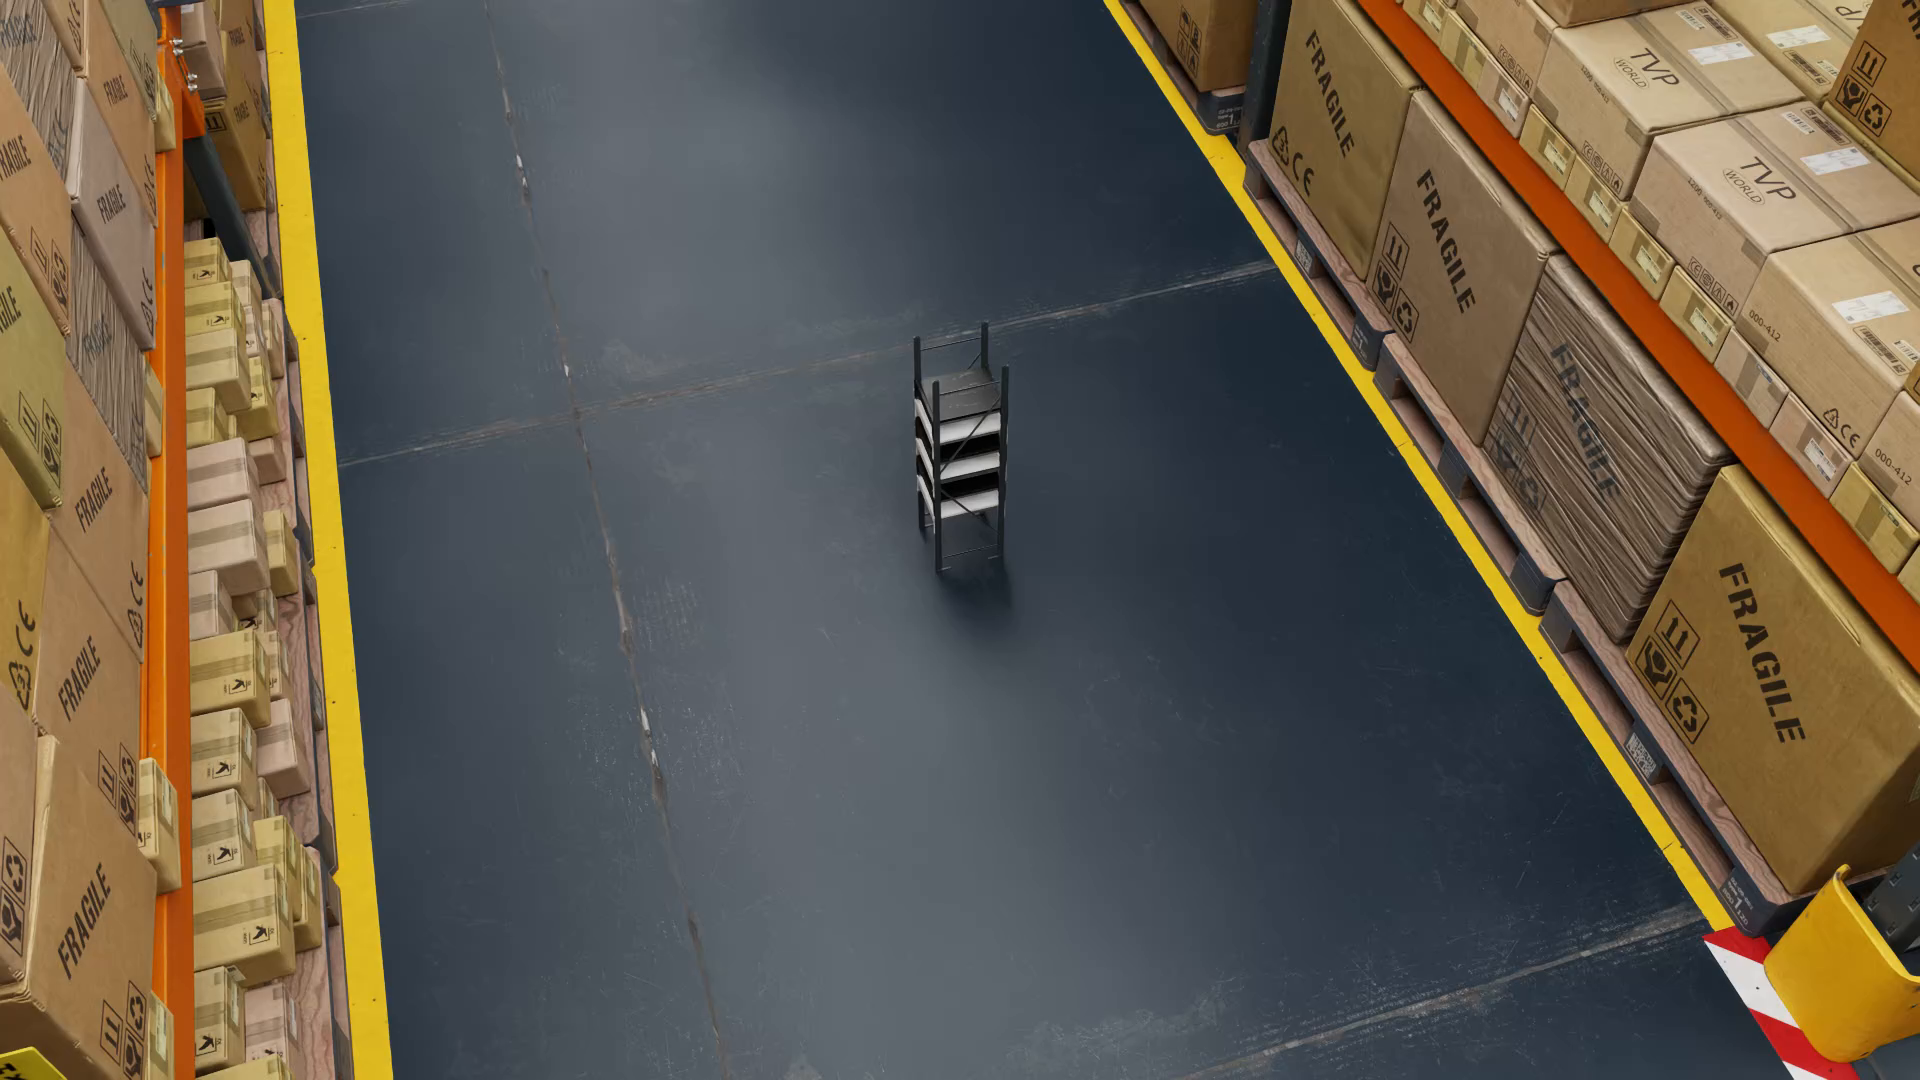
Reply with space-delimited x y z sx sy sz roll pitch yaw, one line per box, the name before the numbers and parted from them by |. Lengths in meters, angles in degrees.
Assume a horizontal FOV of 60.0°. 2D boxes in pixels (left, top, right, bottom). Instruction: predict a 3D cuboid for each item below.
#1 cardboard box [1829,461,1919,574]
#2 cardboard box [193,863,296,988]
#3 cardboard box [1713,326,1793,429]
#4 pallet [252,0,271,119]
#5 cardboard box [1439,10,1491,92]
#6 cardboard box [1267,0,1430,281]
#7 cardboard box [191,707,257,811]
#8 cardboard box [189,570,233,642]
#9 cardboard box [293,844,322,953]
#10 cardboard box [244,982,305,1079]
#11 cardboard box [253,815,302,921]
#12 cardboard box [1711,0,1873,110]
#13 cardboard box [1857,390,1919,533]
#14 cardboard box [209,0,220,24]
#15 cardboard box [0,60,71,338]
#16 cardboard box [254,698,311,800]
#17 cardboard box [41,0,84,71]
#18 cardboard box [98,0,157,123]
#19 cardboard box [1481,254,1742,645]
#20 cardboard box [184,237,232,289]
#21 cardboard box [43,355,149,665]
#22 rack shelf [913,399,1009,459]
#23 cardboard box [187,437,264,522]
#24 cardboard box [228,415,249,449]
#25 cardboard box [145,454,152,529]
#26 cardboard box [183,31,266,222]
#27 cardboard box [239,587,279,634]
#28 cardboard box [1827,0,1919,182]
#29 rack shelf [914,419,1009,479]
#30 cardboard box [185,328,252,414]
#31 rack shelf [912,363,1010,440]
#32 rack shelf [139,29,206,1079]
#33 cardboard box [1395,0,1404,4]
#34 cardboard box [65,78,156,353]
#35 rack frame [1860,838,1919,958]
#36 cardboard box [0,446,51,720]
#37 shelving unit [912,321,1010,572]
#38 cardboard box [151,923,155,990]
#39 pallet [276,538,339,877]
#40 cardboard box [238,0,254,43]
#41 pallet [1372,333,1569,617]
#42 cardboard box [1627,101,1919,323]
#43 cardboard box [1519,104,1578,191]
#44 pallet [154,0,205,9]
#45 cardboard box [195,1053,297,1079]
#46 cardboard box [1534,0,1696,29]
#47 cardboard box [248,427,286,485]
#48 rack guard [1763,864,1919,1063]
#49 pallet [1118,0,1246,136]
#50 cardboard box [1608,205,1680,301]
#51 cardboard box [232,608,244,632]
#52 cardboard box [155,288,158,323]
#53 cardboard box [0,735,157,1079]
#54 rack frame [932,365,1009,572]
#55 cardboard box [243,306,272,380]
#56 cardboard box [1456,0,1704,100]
cardboard box | 2.369 -0.093 4.031 0.380 0.149 0.250 -13 51 -11
cardboard box | -1.880 0.994 4.151 0.380 0.149 0.250 -13 51 -11
cardboard box | 2.223 -0.460 4.340 0.380 0.149 0.250 -13 51 -10
pallet | -3.680 -2.235 7.496 1.003 0.211 1.213 -13 51 -11
cardboard box | 1.766 -1.586 5.289 0.380 0.149 0.250 -14 51 -11
cardboard box | 1.803 -1.671 6.312 0.875 0.875 0.875 -13 51 -11
cardboard box | -2.105 0.627 4.461 0.380 0.149 0.250 -12 51 -10
cardboard box | -2.305 0.262 4.768 0.380 0.149 0.250 -13 51 -11
cardboard box | -1.956 1.013 4.524 0.380 0.149 0.250 -13 51 -11
cardboard box | -1.837 1.283 4.102 0.380 0.149 0.250 -14 51 -11
cardboard box | -1.967 0.912 4.415 0.380 0.149 0.250 -12 51 -10
cardboard box | 2.519 -1.384 4.858 0.500 0.250 0.500 -14 51 -12
cardboard box | 2.470 -0.141 3.810 0.500 0.250 0.500 -14 51 -12
cardboard box | -3.210 -2.232 6.540 0.500 0.250 0.500 -12 51 -10
cardboard box | -2.222 -0.713 3.475 0.500 0.500 0.500 -15 51 -12
cardboard box | -2.113 0.647 4.833 0.380 0.149 0.250 -16 52 -13
cardboard box | -2.528 -1.465 4.109 0.500 0.500 0.500 -15 51 -12
cardboard box | -2.671 -1.512 4.802 0.500 0.500 0.500 -13 51 -11
cardboard box | 2.333 -0.364 5.210 0.875 0.875 0.875 -13 51 -11
cardboard box | -2.730 -0.880 5.731 0.380 0.149 0.250 -12 51 -10
cardboard box | -2.085 -0.016 3.541 0.500 0.500 0.500 -13 51 -10
rack shelf | 0.002 -0.379 5.289 0.258 0.077 0.200 -13 51 -11
cardboard box | -2.365 -0.138 5.105 0.380 0.149 0.250 -16 52 -13
cardboard box | -2.518 -0.235 5.382 0.380 0.149 0.250 -13 51 -11
cardboard box | -2.193 -0.109 4.044 0.380 0.149 0.250 -12 51 -10
cardboard box | -3.049 -1.602 6.499 0.500 0.500 0.500 -12 51 -10
cardboard box | -2.323 0.282 5.141 0.380 0.149 0.250 -12 51 -10
cardboard box | 2.676 -1.242 4.248 0.500 0.500 0.500 -15 51 -12
rack shelf | 0.002 -0.321 5.358 0.258 0.077 0.200 -13 51 -11
cardboard box | -2.536 -0.522 5.429 0.380 0.149 0.250 -14 51 -11
rack shelf | 0.002 -0.437 5.220 0.258 0.077 0.200 -13 51 -11
rack shelf | -2.492 0.020 4.242 1.077 0.370 4.000 -13 51 -11
cardboard box | 1.610 -1.964 5.608 0.380 0.149 0.250 -12 51 -10
cardboard box | -2.372 -0.769 4.176 0.500 0.500 0.500 -14 51 -11
rack frame | 2.867 0.201 3.619 1.000 3.000 0.127 -13 51 -11
cardboard box | -1.935 0.043 2.838 0.500 0.500 0.500 -12 51 -10
shelving unit | 0.002 -0.284 5.401 0.258 0.900 0.210 -13 51 -11
cardboard box | -1.798 0.842 3.242 0.380 0.149 0.250 -12 51 -10
pallet | -2.487 0.601 5.105 1.003 0.211 1.213 -13 51 -11
cardboard box | -3.375 -2.368 7.145 0.500 0.500 0.500 -13 51 -10
pallet | 2.199 -0.356 5.912 1.003 0.211 1.213 -13 51 -11
cardboard box | 2.170 -0.883 4.436 0.500 0.250 0.500 -15 51 -12
cardboard box | 1.917 -1.210 4.973 0.380 0.149 0.250 -15 51 -12
pallet | -3.171 -2.202 5.770 1.003 0.211 1.213 -13 51 -11
cardboard box | -1.731 1.381 3.825 0.380 0.149 0.250 -15 52 -13
cardboard box | 1.878 -1.862 4.771 0.500 0.500 0.500 -15 51 -12
cardboard box | -2.505 -0.293 5.625 0.380 0.149 0.250 -15 51 -12
rack guard | 2.874 1.024 4.560 1.175 0.500 0.348 -13 51 -11
pallet | 1.384 -2.368 7.608 1.003 0.211 1.213 -13 51 -11
cardboard box | 2.067 -0.839 4.659 0.380 0.149 0.250 -13 51 -11
cardboard box | -2.326 0.351 4.887 0.380 0.149 0.250 -11 51 -9
cardboard box | -2.412 -0.679 4.524 0.380 0.149 0.250 -15 52 -13
cardboard box | -1.770 0.730 2.913 0.500 0.500 0.500 -11 51 -9
rack frame | 0.032 -0.210 5.338 0.240 0.900 0.006 -13 51 -11
cardboard box | -2.595 -0.632 5.717 0.380 0.149 0.250 -16 52 -13
cardboard box | 1.874 -1.624 5.061 0.500 0.250 0.500 -12 51 -10
